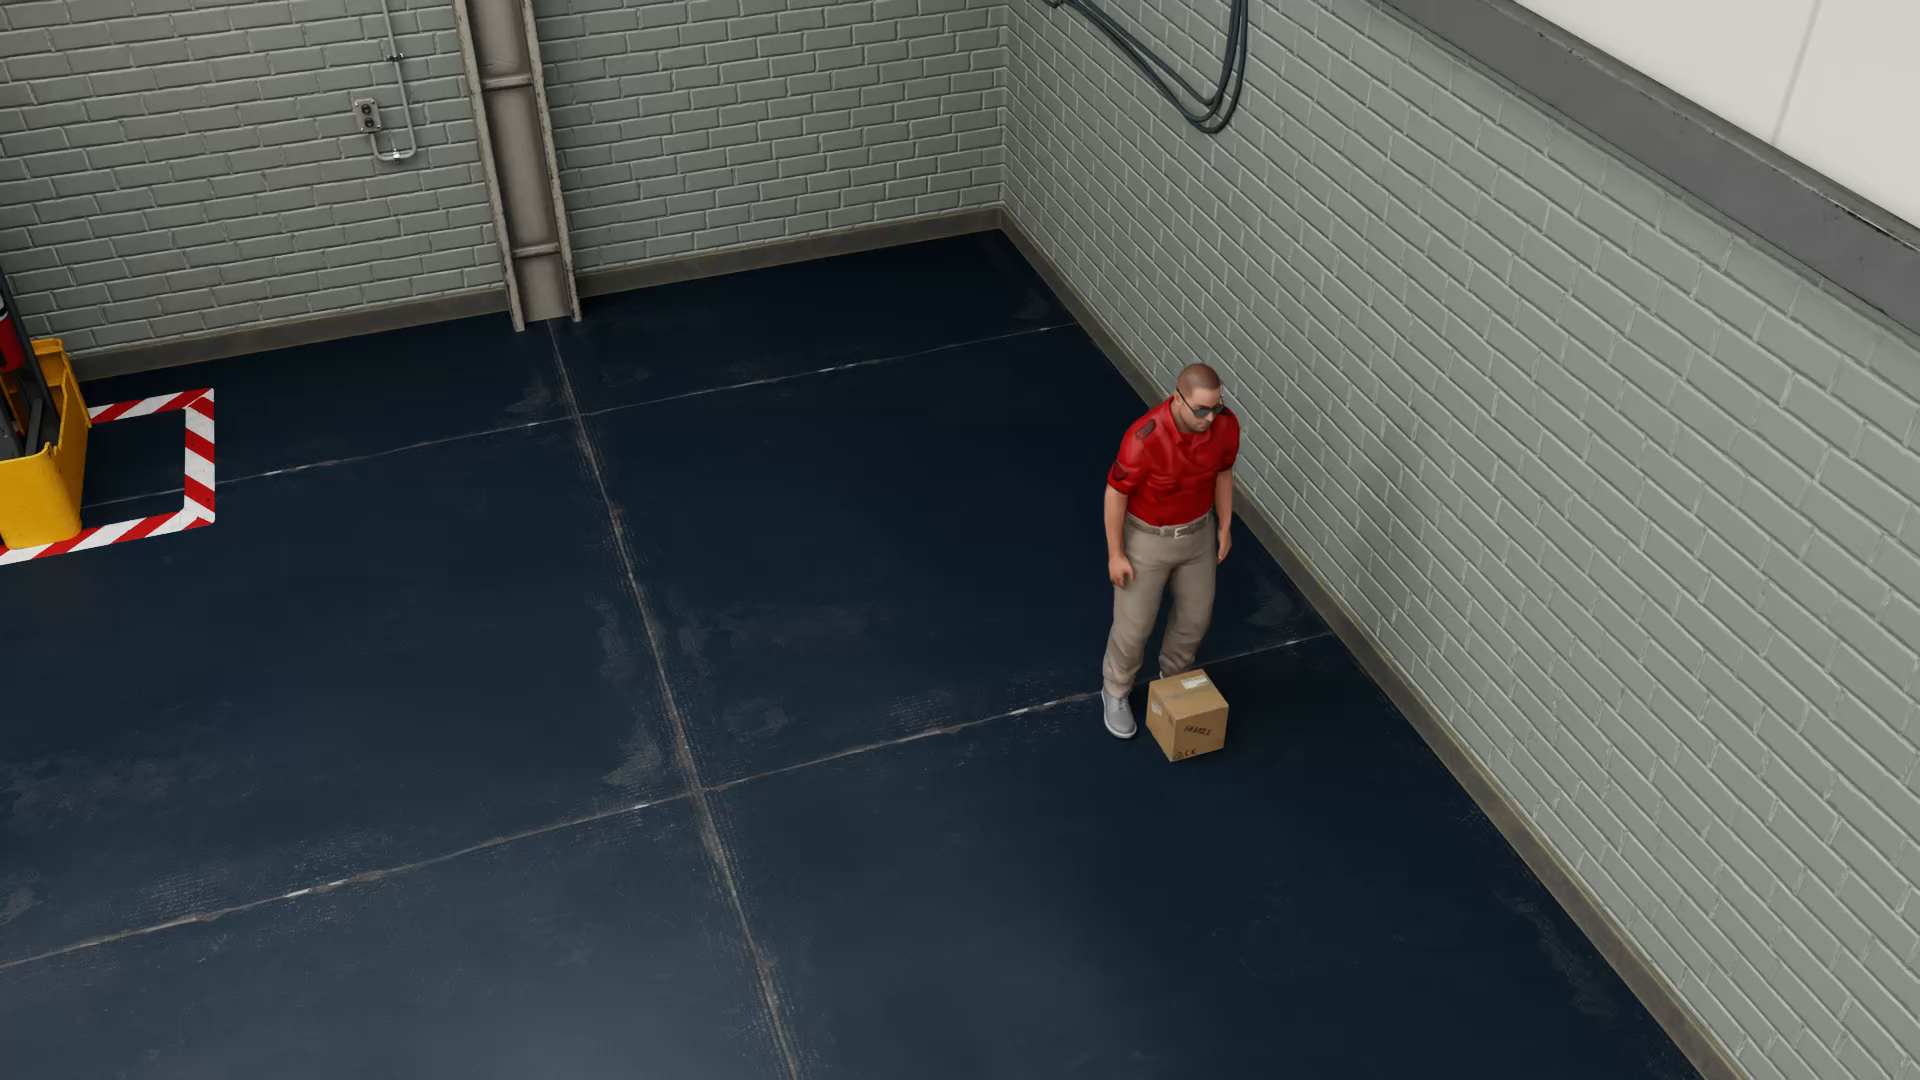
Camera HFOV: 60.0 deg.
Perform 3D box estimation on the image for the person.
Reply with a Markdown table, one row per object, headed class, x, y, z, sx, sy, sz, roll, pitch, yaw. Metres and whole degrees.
| class | x | y | z | sx | sy | sz | roll | pitch | yaw |
| --- | --- | --- | --- | --- | --- | --- | --- | --- | --- |
| person | 0.858 | 0.011 | 6.782 | 0.580 | 1.725 | 0.392 | -14 | 40 | -18 |
